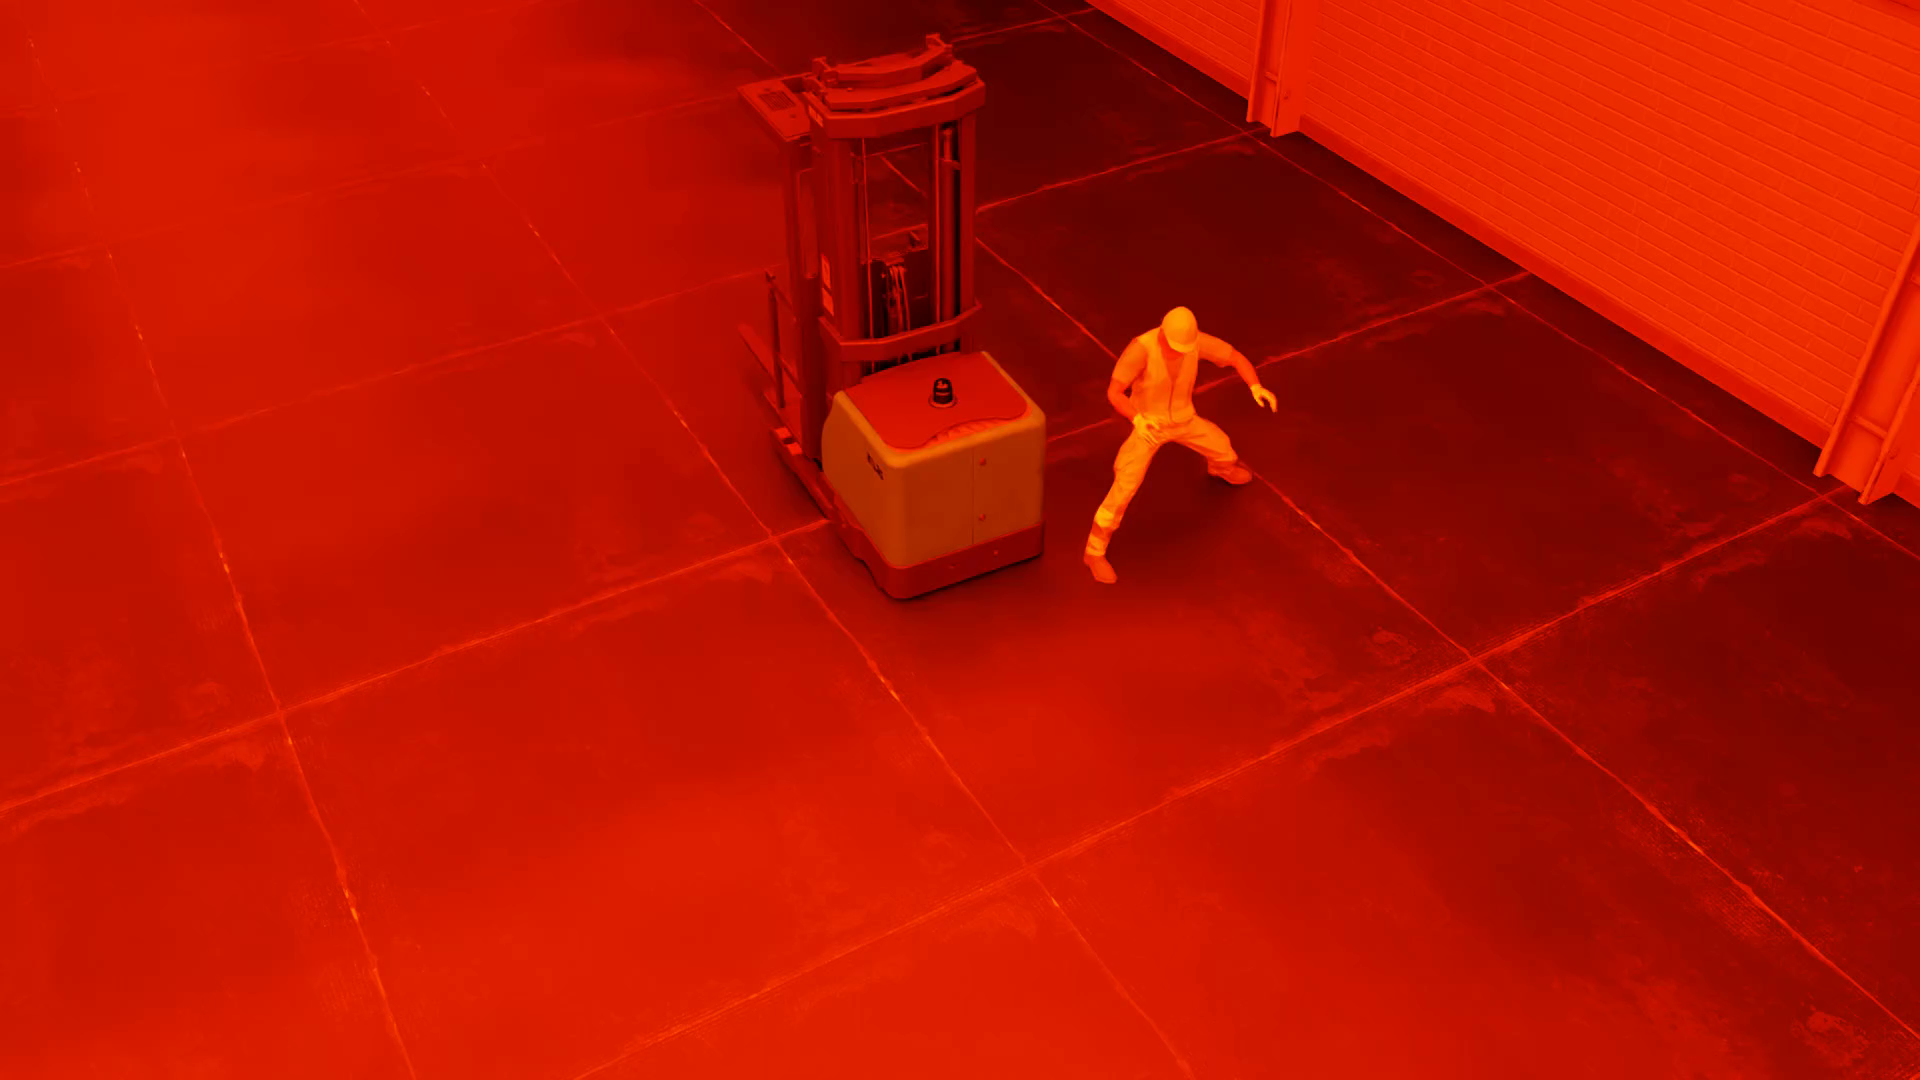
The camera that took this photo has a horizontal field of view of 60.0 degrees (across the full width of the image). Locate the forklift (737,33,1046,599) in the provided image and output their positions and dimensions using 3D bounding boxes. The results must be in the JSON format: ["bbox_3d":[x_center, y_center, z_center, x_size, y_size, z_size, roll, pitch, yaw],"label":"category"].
[{"bbox_3d":[-0.602,-1.715,10.104,1.130,2.935,3.031,-18,43,-20],"label":"forklift"}]

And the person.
[{"bbox_3d":[1.330,-0.687,9.934,1.301,1.566,0.848,-11,41,-13],"label":"person"}]
